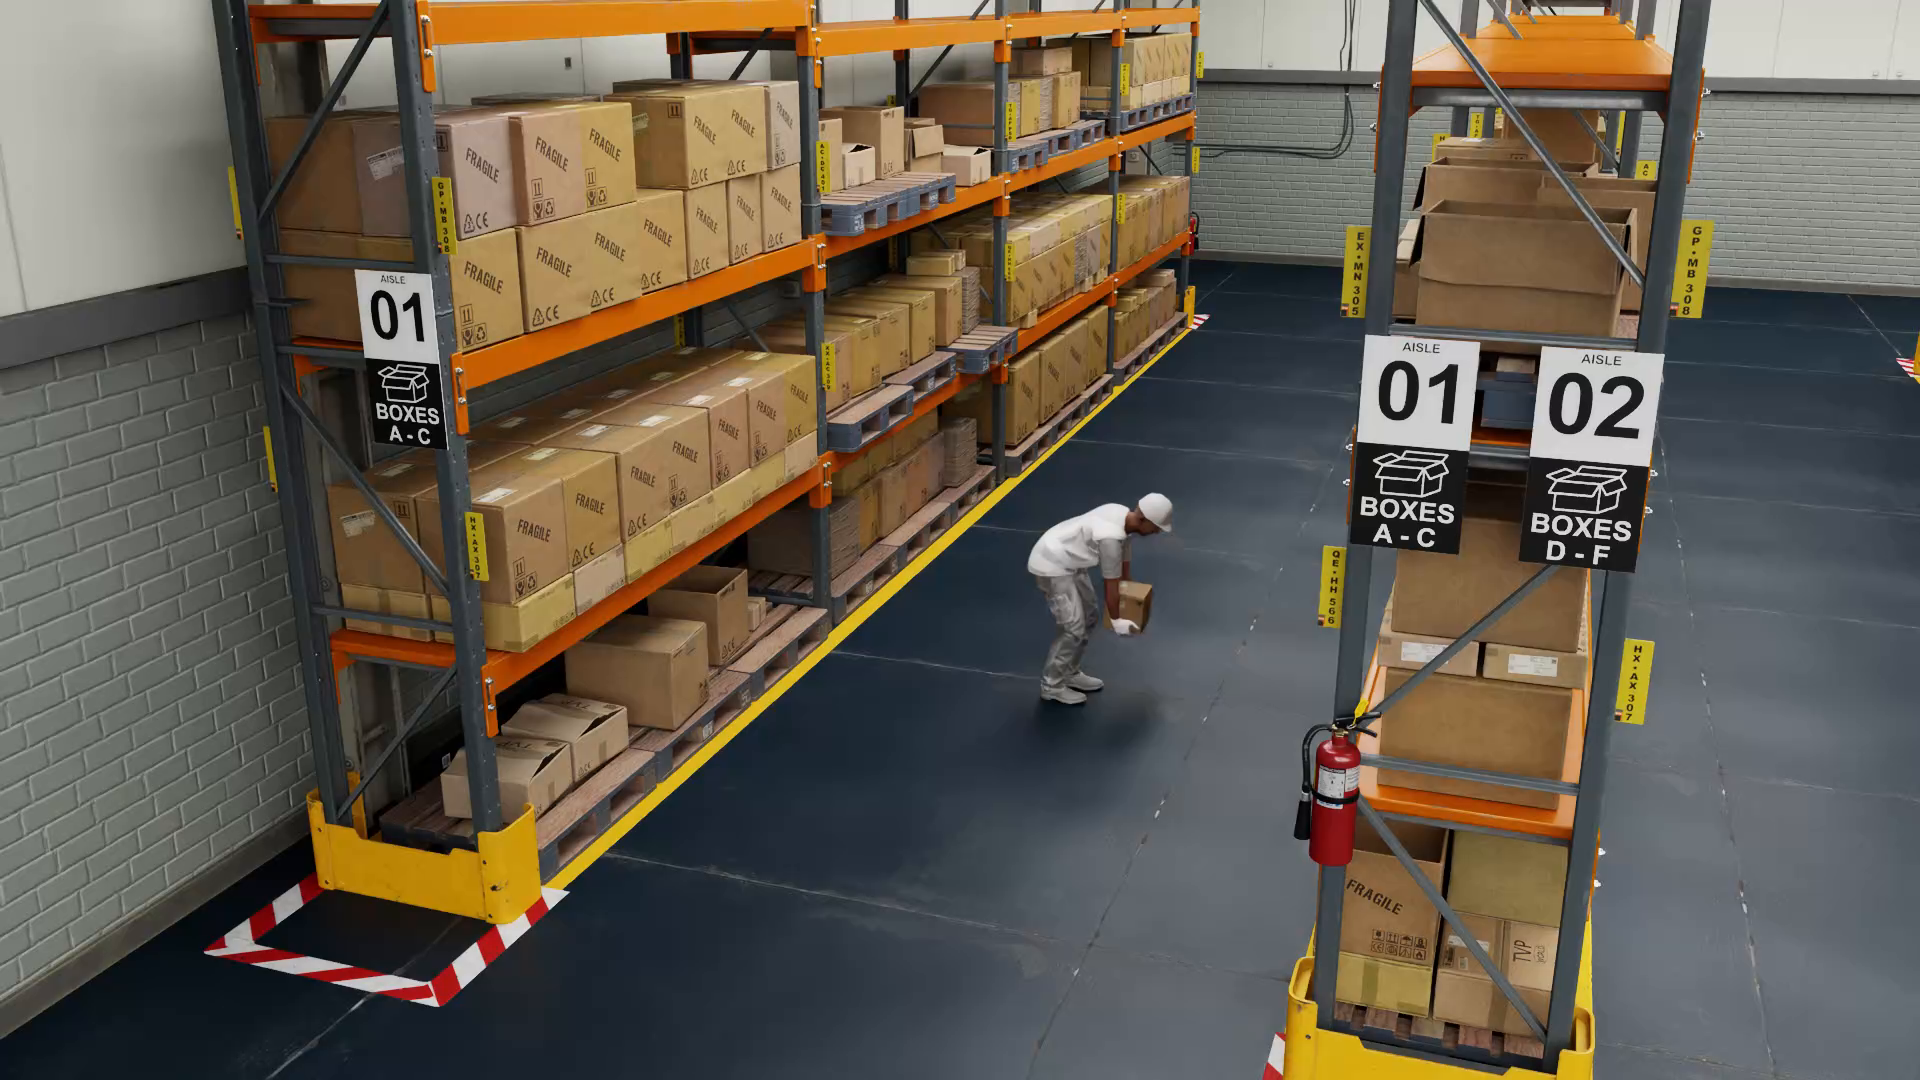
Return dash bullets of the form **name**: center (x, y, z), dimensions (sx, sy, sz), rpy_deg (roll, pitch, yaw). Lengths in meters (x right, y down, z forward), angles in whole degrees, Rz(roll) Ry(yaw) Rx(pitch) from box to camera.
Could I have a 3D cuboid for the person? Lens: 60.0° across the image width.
- **person**: center (0.884, 0.346, 10.598), dimensions (0.896, 1.397, 0.499), rpy_deg (6, 19, 17)
